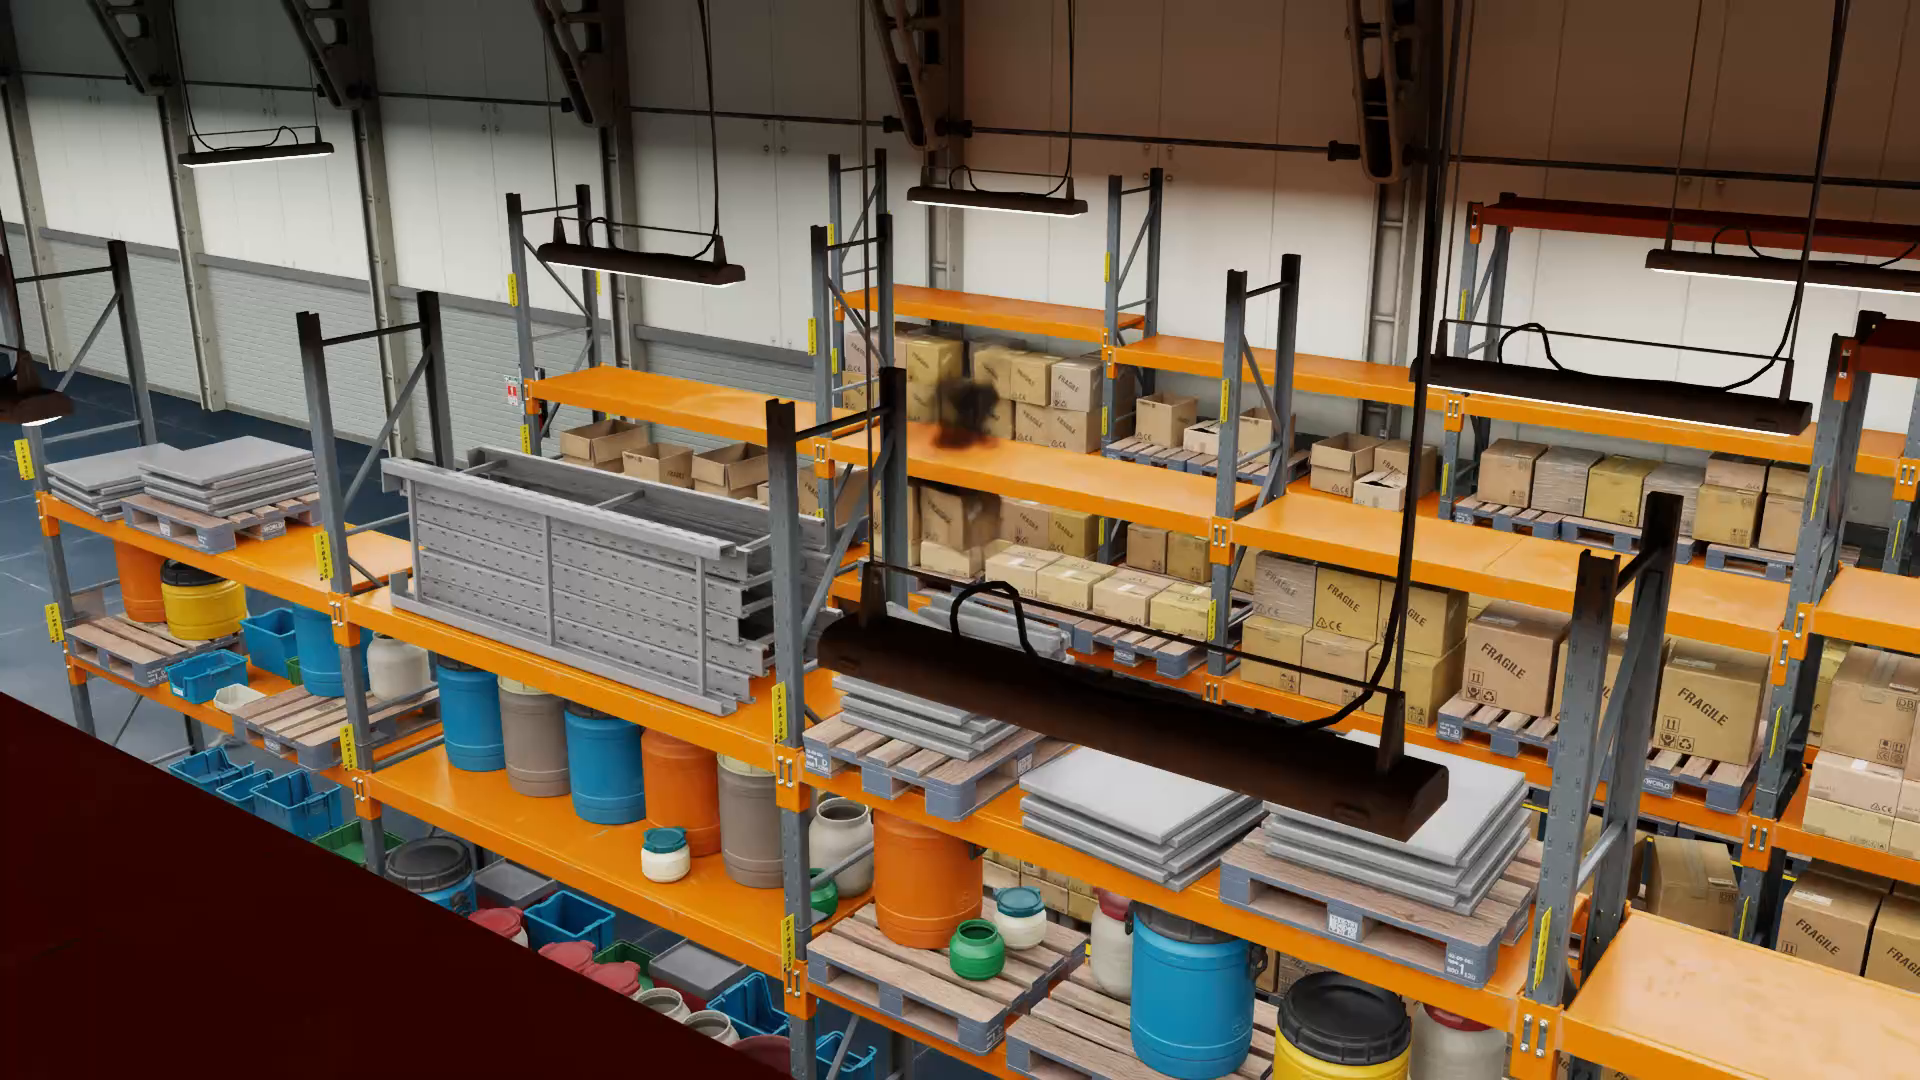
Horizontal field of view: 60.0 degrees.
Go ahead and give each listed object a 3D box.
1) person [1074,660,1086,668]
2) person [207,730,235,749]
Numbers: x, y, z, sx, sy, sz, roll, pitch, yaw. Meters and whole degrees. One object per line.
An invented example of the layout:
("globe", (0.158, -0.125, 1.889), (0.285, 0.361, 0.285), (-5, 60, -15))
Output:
("person", (0.983, 1.680, 17.456), (0.622, 1.613, 0.585), (5, 19, 16))
("person", (-7.832, 1.375, 18.217), (0.984, 1.813, 0.672), (-6, 19, -16))
